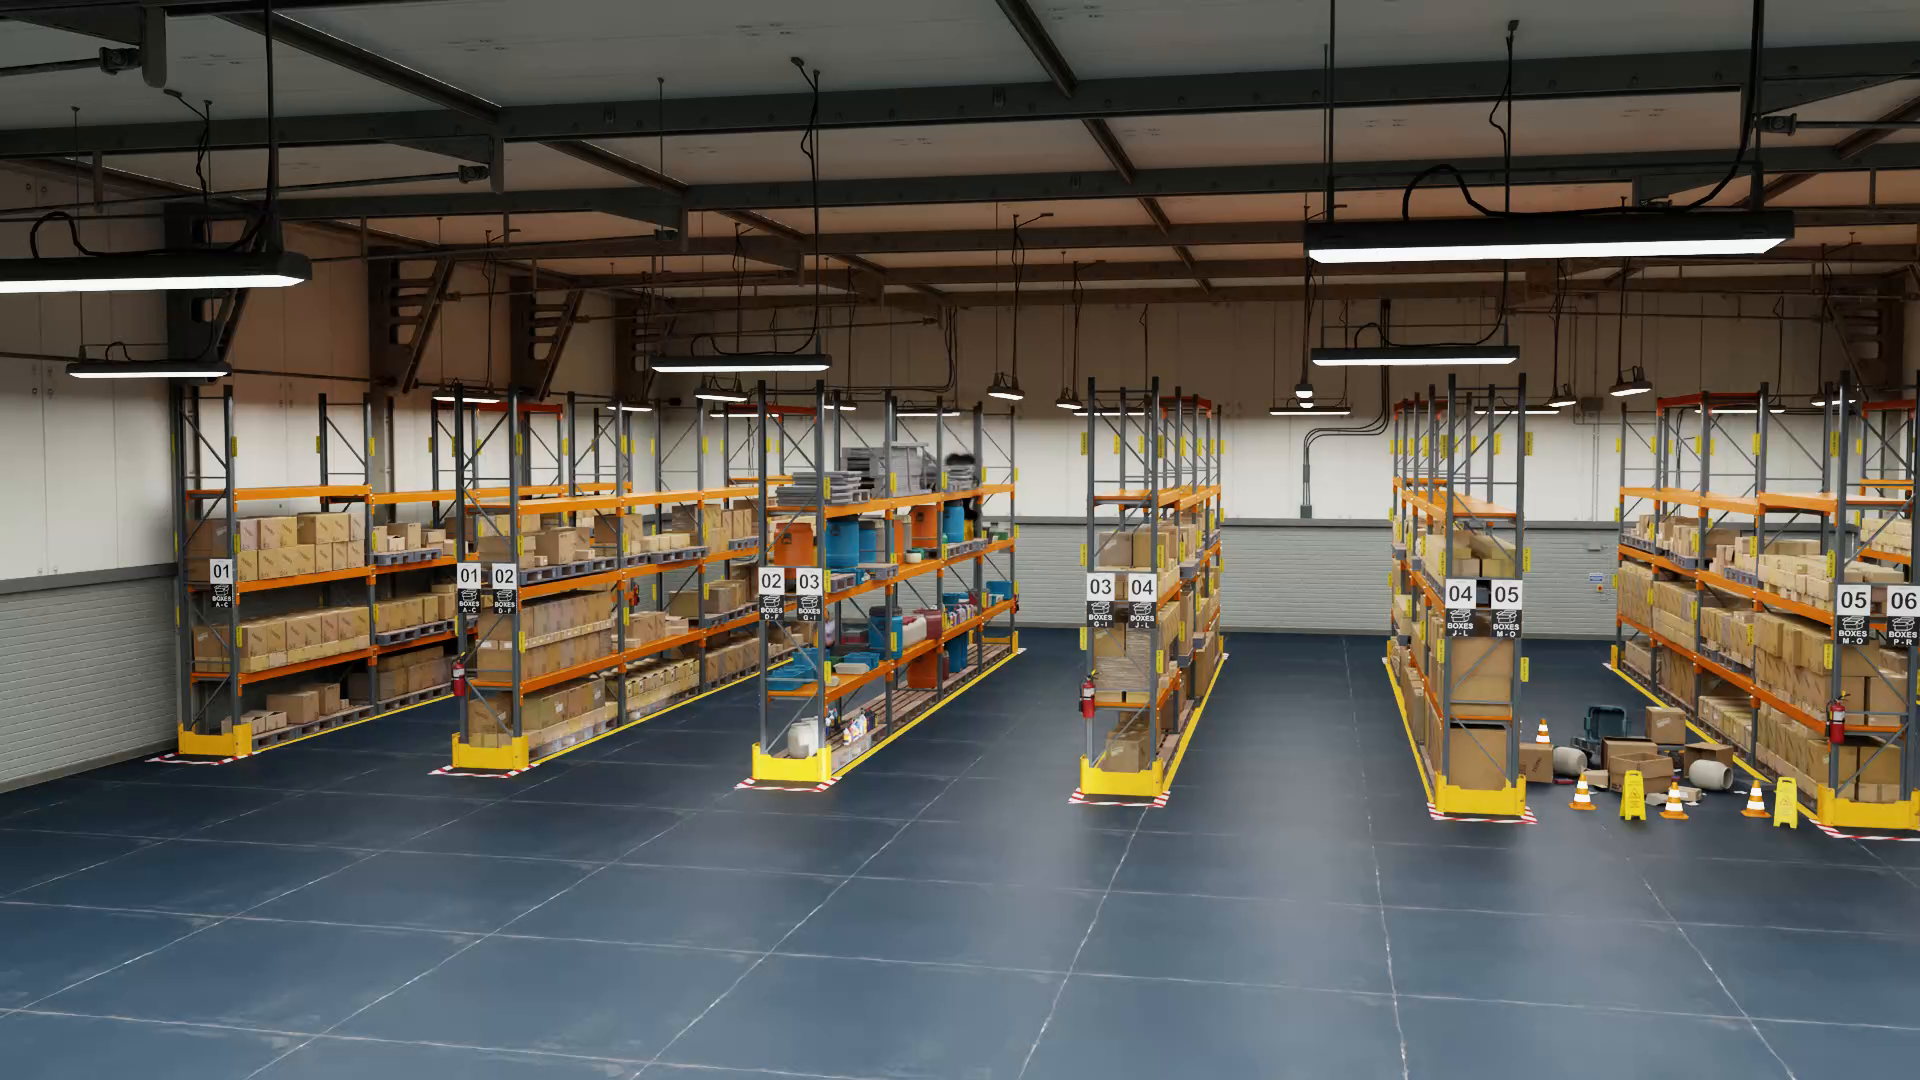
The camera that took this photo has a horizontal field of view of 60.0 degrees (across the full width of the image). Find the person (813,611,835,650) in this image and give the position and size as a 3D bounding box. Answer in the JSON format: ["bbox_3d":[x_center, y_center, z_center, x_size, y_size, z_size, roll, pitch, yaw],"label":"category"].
[{"bbox_3d":[-2.759,2.319,34.251,0.613,1.558,0.705,1,3,12],"label":"person"}]
